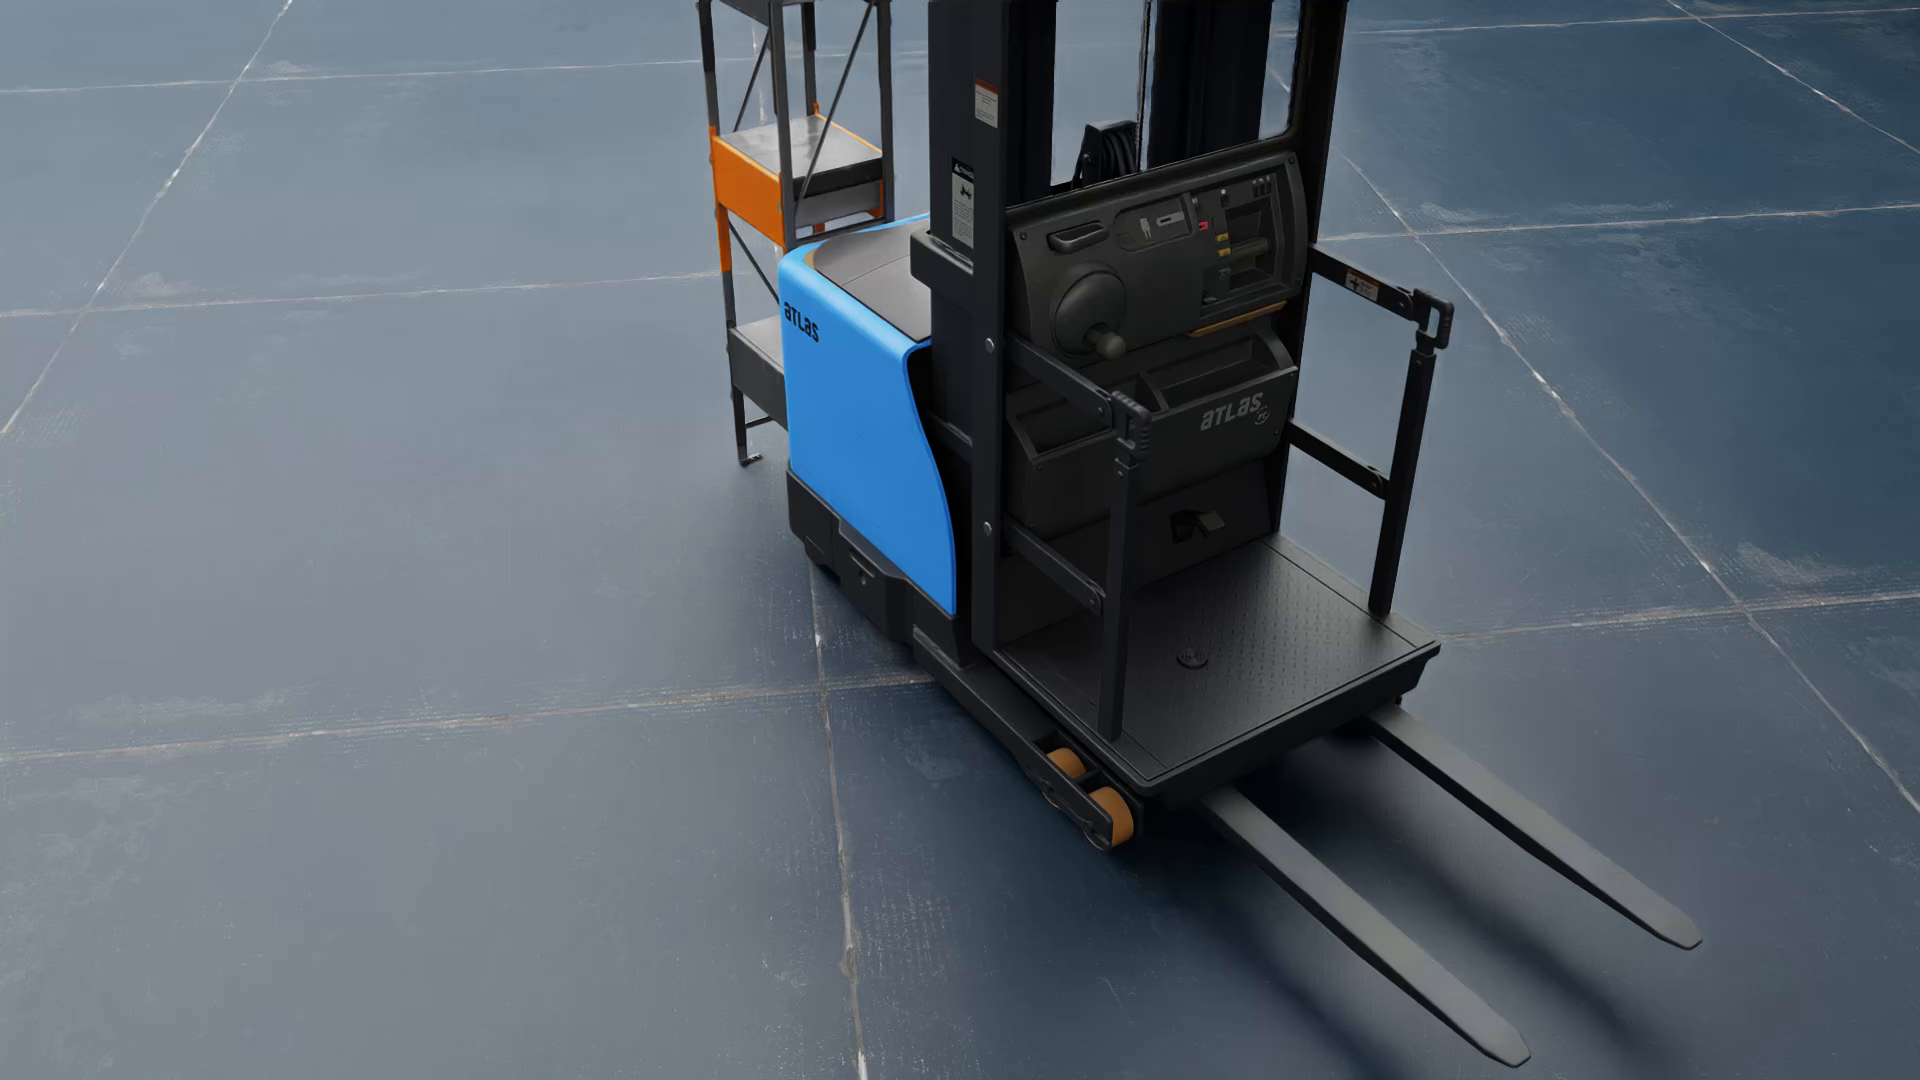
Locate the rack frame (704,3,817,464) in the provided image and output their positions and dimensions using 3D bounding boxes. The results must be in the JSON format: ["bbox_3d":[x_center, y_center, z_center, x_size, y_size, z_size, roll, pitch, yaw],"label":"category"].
[{"bbox_3d":[-0.654,-1.215,5.669,0.400,2.100,0.015,-21,39,-27],"label":"rack frame"}]

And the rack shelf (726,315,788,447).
[{"bbox_3d":[-0.518,-0.511,5.903,0.431,0.518,0.480,-21,39,-27],"label":"rack shelf"}]

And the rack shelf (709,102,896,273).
[{"bbox_3d":[-0.518,-1.090,5.509,0.431,0.518,0.480,-21,39,-27],"label":"rack shelf"}]

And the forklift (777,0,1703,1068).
[{"bbox_3d":[0.653,-0.680,4.145,1.130,2.935,3.031,-21,39,-27],"label":"forklift"}]

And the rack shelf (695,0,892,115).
[{"bbox_3d":[-0.518,-1.668,5.115,0.431,0.518,0.480,-21,39,-27],"label":"rack shelf"}]

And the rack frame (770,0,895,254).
[{"bbox_3d":[-0.382,-0.987,5.334,0.400,2.100,0.015,-21,39,-27],"label":"rack frame"}]

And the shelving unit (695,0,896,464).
[{"bbox_3d":[-0.518,-1.101,5.501,0.431,2.100,0.503,-21,39,-27],"label":"shelving unit"}]
